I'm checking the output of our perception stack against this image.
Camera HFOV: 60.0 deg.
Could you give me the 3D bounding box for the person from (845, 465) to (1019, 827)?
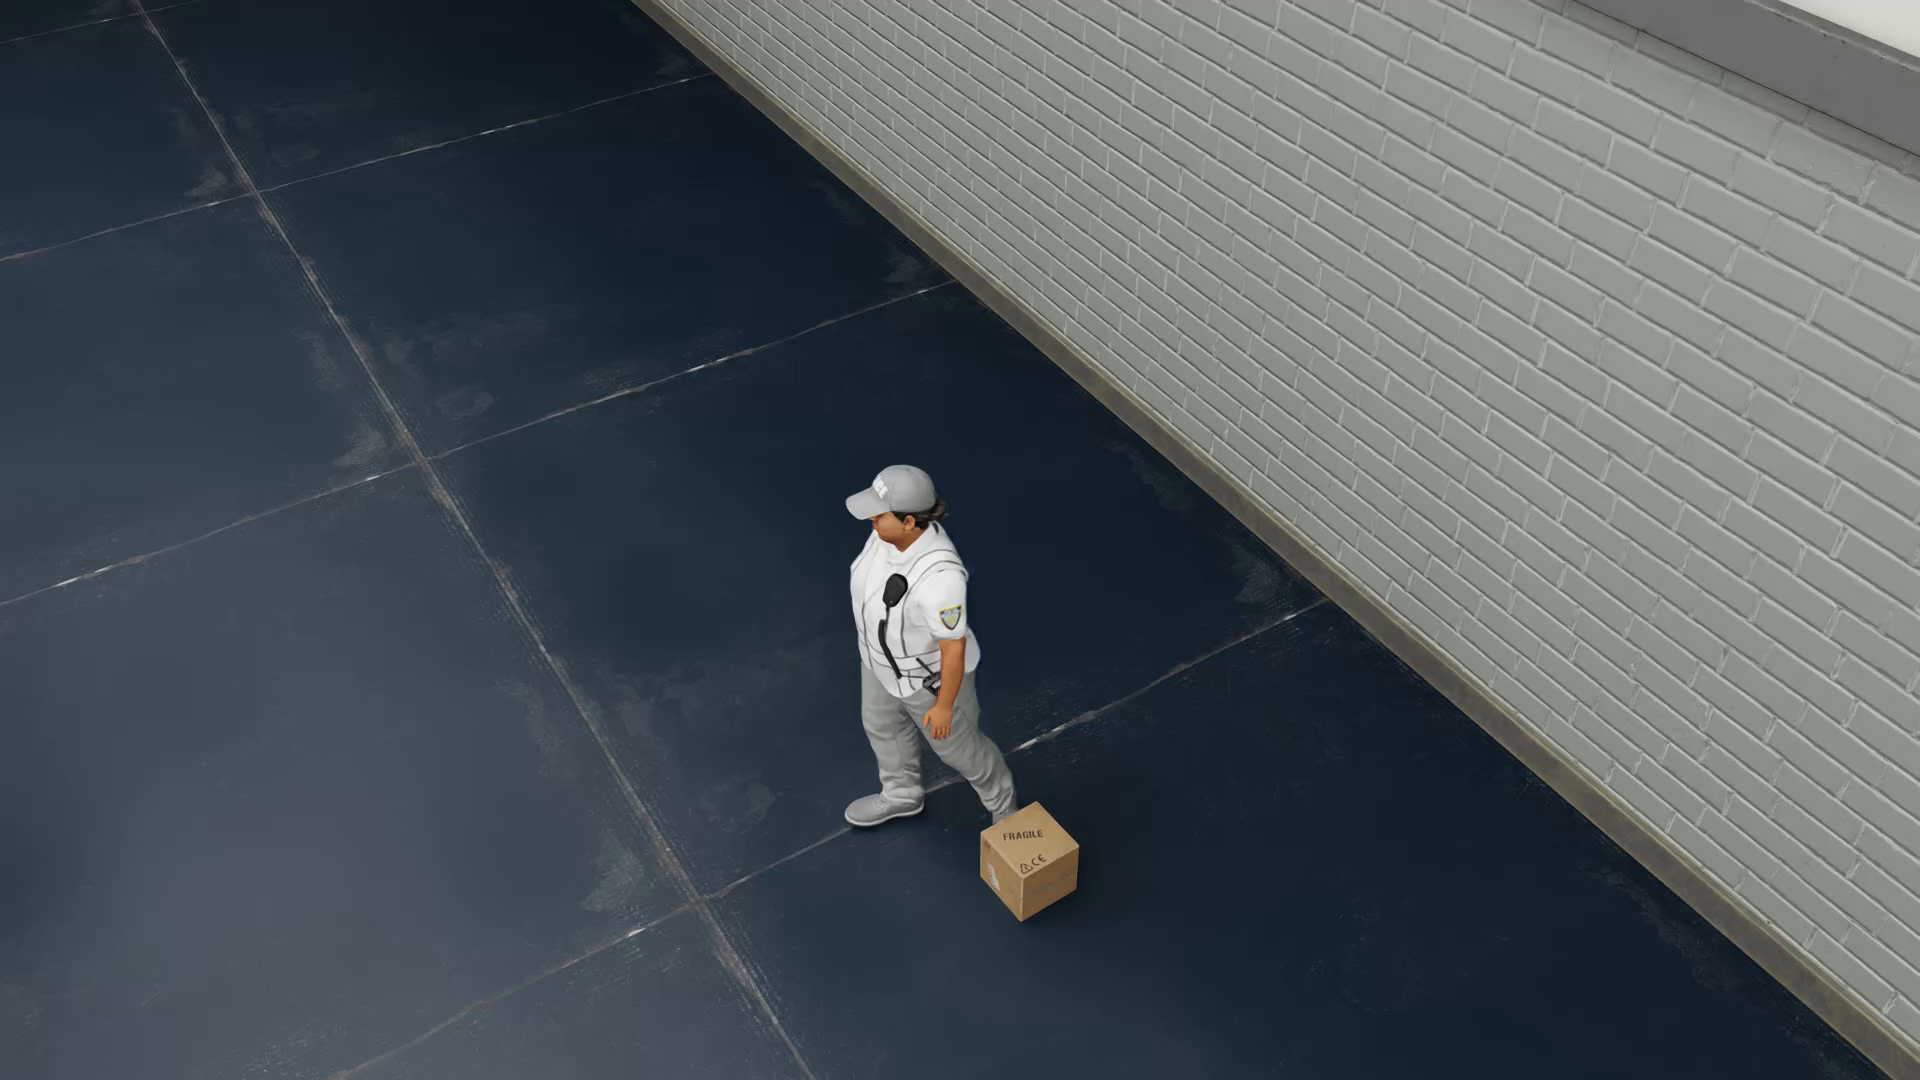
[{"bbox_3d":[-0.101,0.405,5.690,0.596,1.649,0.645,-22,46,-23],"label":"person"}]
